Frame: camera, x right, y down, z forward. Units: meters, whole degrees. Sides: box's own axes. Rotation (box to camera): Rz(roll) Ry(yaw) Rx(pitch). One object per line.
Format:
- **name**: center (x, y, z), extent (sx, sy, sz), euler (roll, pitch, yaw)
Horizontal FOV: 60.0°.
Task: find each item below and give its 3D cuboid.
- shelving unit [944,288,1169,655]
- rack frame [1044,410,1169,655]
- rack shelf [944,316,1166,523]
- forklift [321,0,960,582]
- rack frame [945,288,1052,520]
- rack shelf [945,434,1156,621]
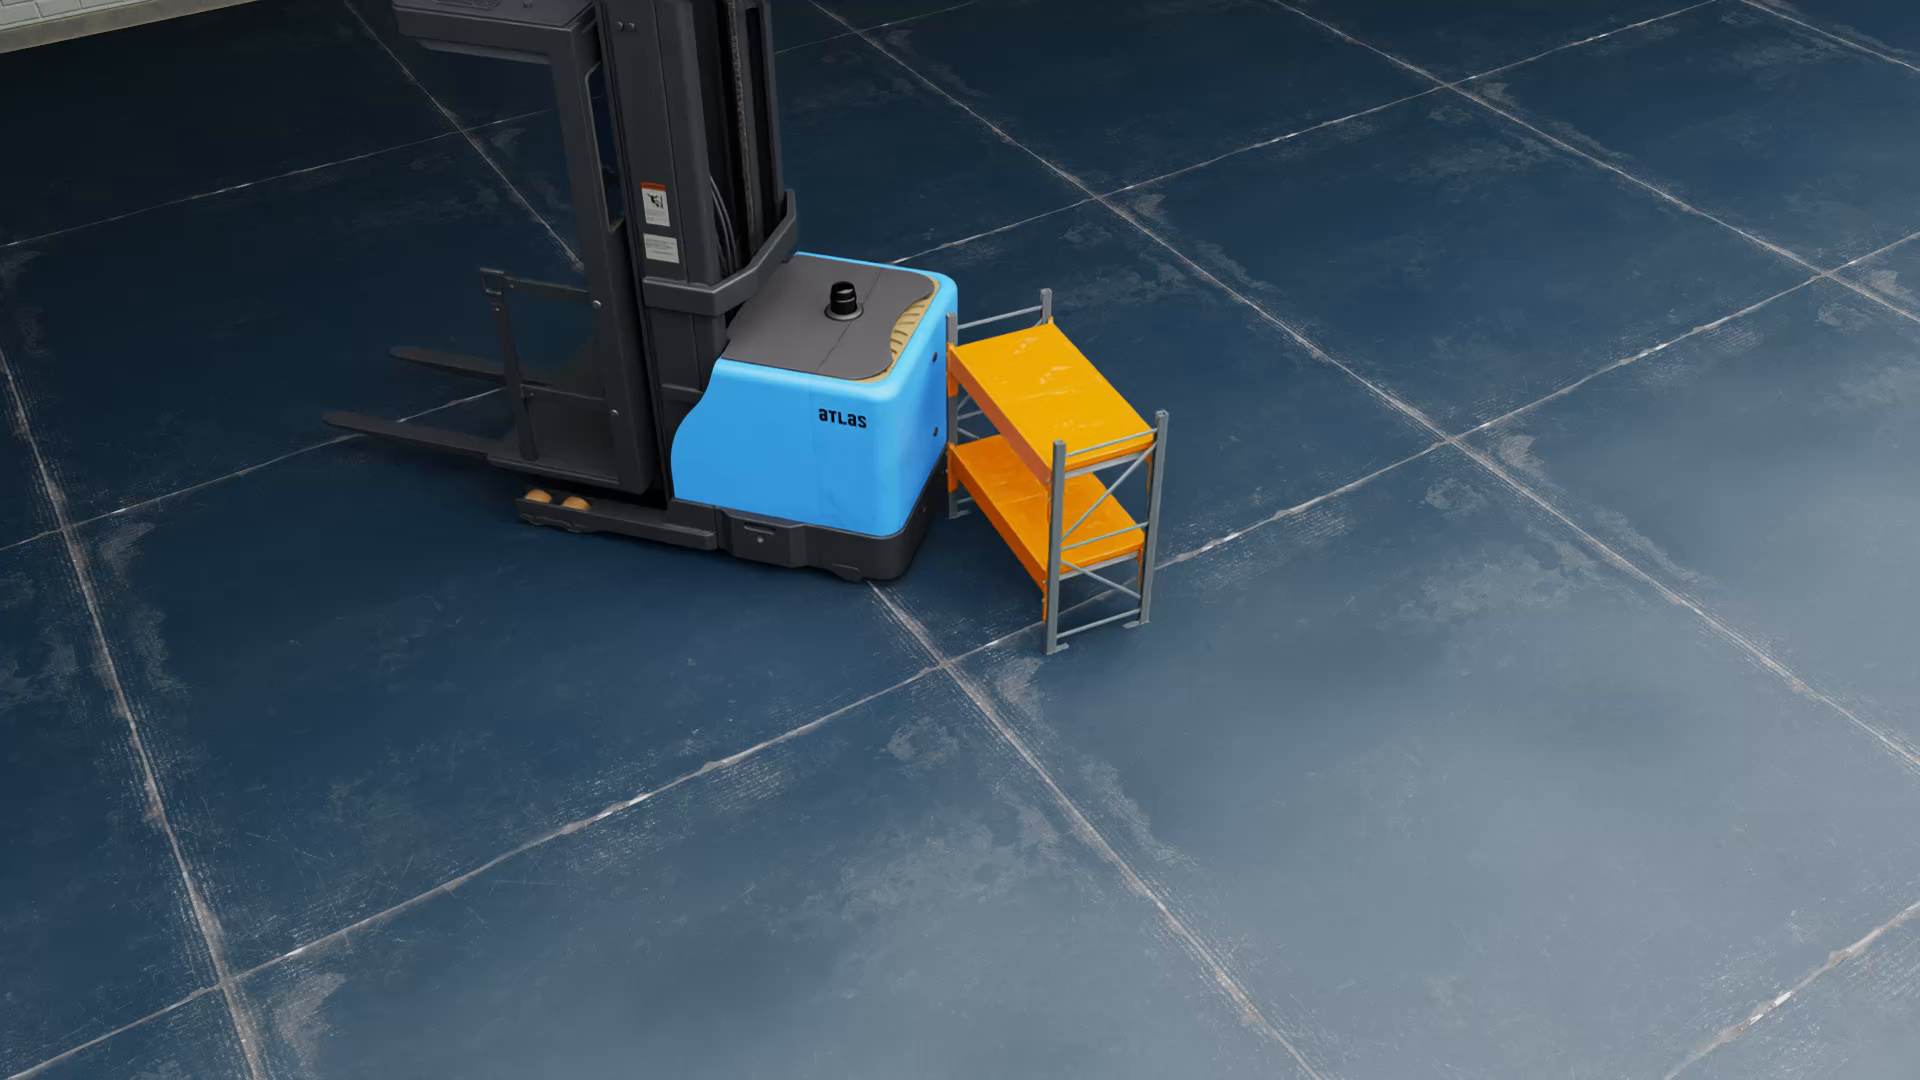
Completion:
- **shelving unit**: center (0.382, -0.306, 7.239), extent (0.538, 1.125, 1.048), euler (-16, 43, -19)
- **rack frame**: center (0.595, -0.011, 6.884), extent (0.500, 1.125, 0.032), euler (-16, 43, -19)
- **rack shelf**: center (0.382, -0.531, 7.052), extent (0.538, 0.278, 1.000), euler (-16, 43, -19)
- **forklift**: center (-1.574, -1.473, 7.228), extent (3.031, 2.935, 1.130), euler (11, 41, 13)
- **rack frame**: center (0.170, -0.602, 7.594), extent (0.500, 1.125, 0.032), euler (-16, 43, -19)
- **rack shelf**: center (0.382, -0.119, 7.396), extent (0.538, 0.278, 1.000), euler (-16, 43, -19)
